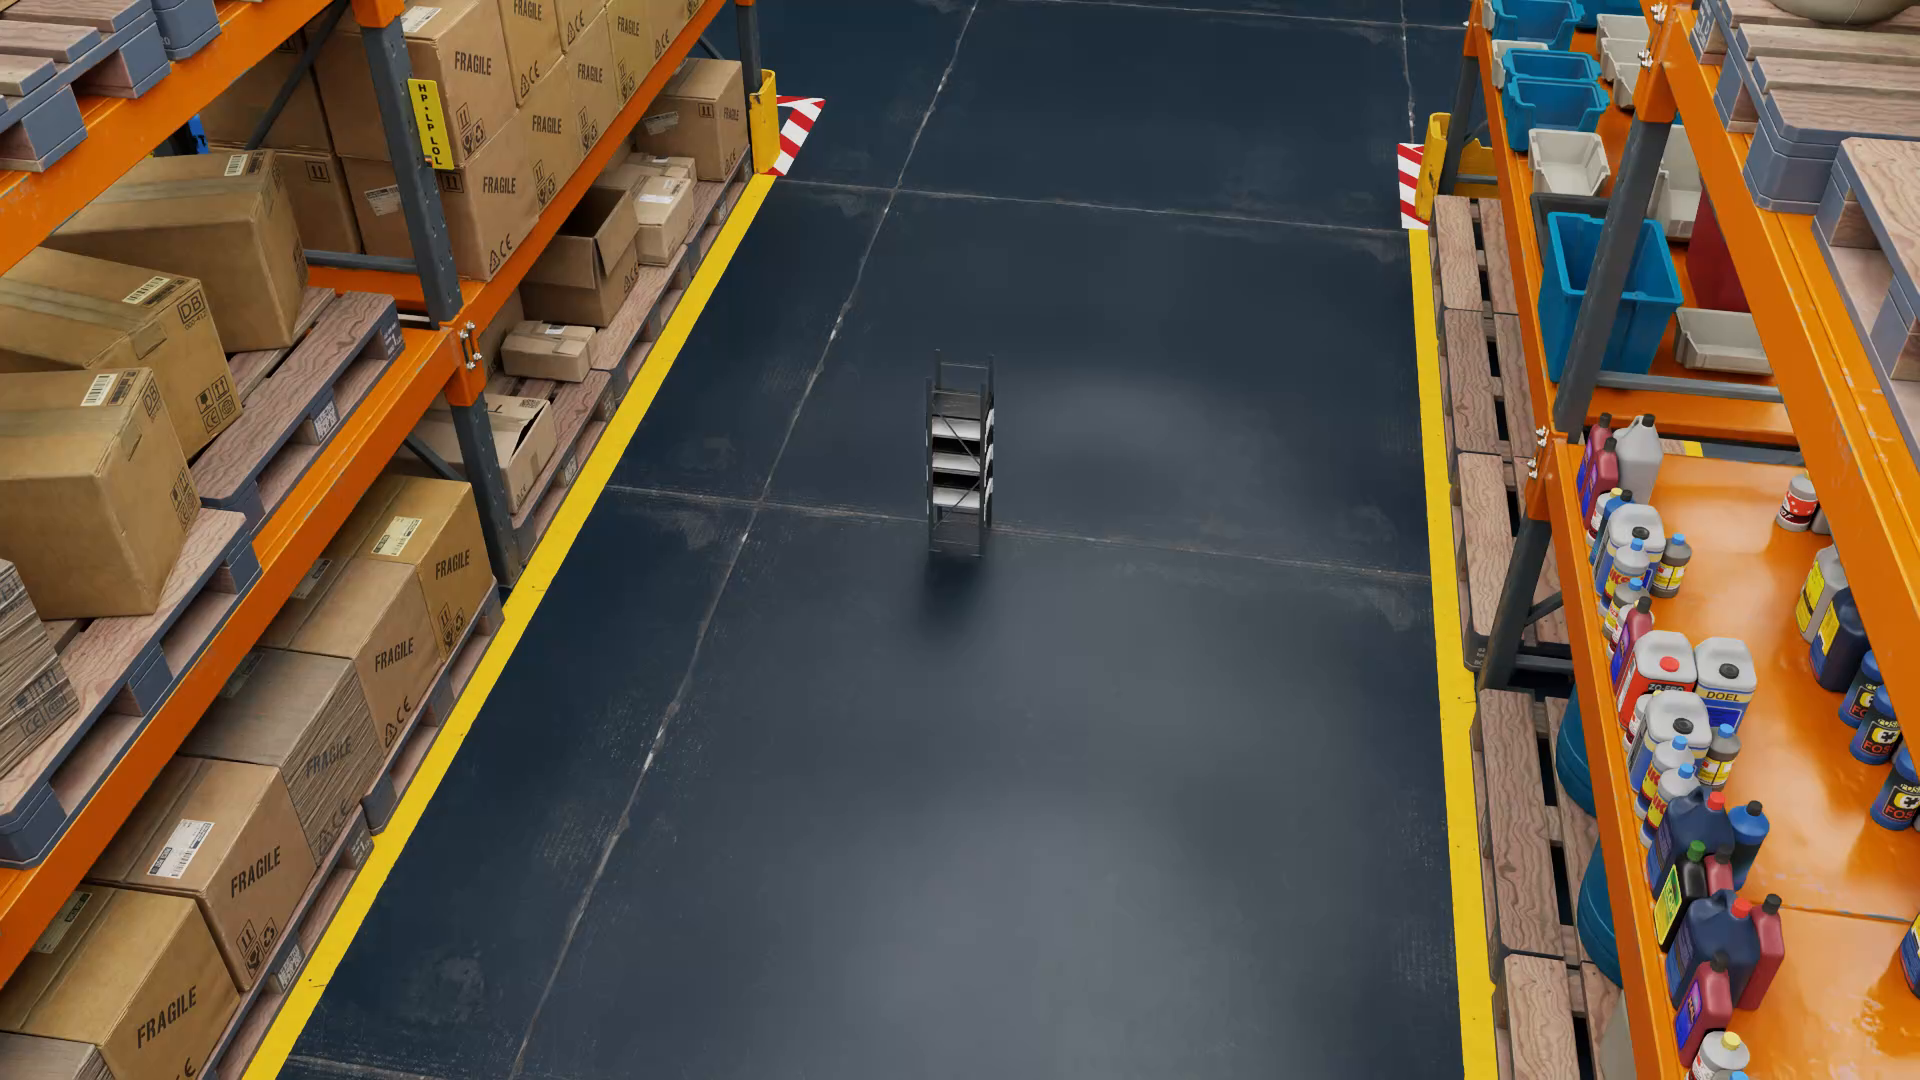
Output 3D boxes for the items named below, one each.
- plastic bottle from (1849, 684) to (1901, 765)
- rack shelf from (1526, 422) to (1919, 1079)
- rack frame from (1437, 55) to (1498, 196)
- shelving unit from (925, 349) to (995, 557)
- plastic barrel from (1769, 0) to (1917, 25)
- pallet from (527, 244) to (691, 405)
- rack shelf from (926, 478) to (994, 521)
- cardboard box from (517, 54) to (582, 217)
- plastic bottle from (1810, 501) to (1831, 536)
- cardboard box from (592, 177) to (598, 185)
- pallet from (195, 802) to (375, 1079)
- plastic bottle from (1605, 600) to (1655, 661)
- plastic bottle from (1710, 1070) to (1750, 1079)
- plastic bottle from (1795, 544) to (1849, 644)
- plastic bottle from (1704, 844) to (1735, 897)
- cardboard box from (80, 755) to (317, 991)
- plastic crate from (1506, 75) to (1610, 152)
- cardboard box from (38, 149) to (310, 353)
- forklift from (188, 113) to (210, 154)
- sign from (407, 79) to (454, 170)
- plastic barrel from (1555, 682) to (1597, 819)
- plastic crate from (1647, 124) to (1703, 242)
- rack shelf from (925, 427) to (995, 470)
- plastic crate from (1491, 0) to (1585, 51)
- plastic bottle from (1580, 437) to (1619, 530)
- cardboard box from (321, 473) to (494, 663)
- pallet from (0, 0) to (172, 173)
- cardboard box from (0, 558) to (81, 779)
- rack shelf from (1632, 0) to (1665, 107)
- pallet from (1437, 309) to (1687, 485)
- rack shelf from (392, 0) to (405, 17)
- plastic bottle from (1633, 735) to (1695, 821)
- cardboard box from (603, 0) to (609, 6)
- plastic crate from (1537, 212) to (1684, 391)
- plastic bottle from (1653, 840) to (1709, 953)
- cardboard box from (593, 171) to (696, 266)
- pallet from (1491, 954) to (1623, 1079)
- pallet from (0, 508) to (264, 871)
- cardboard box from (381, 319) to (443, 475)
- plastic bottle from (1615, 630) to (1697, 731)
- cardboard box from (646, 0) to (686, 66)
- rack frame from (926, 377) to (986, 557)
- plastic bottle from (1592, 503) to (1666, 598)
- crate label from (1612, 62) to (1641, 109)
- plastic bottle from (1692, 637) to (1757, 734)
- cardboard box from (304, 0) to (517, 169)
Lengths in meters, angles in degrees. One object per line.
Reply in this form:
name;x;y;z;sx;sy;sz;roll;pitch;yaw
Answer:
plastic bottle;2.465;0.472;4.426;0.097;0.271;0.097;0;40;0
rack shelf;2.169;1.044;4.198;1.077;0.370;4.000;6;40;8
rack frame;3.207;-2.999;8.524;1.000;3.000;0.127;6;40;8
shelving unit;0.001;-0.352;6.969;0.258;0.900;0.210;6;40;8
plastic barrel;2.177;-1.556;3.988;0.433;0.535;0.433;0;40;0
pallet;-2.035;-1.161;8.489;1.003;0.211;1.213;6;40;8
rack shelf;0.001;-0.187;7.105;0.258;0.077;0.200;6;40;8
cardboard box;-1.921;-1.687;6.858;0.500;0.500;0.500;7;40;8
plastic bottle;2.765;-0.158;5.184;0.152;0.276;0.135;6;40;8
cardboard box;-2.218;-1.720;8.789;0.500;0.250;0.500;6;40;8
pallet;-2.676;1.320;5.488;1.003;0.211;1.213;6;40;8
plastic bottle;1.915;0.258;4.740;0.097;0.201;0.097;0;40;0
plastic bottle;1.651;1.215;3.582;0.097;0.201;0.097;0;40;0
plastic bottle;2.536;0.127;4.781;0.144;0.351;0.185;6;40;8
plastic bottle;1.785;0.855;3.953;0.061;0.283;0.133;6;40;8
cardboard box;-2.433;1.041;5.253;0.500;0.500;0.500;5;40;6
plastic crate;2.560;-1.825;7.187;0.416;0.233;0.300;6;40;8
cardboard box;-2.666;-0.965;5.655;0.700;0.500;0.500;-6;40;-7
forklift;-5.062;-2.463;7.928;3.031;2.935;1.130;-11;41;-13
sign;-1.816;-1.425;5.710;0.100;0.325;0.005;6;40;8
plastic barrel;2.404;0.498;5.611;0.600;0.901;0.708;6;40;8
plastic crate;2.960;-1.404;6.640;0.437;0.282;0.530;6;40;8
rack shelf;0.001;-0.396;6.933;0.258;0.077;0.200;6;40;8
plastic crate;2.726;-2.426;7.915;0.416;0.233;0.300;6;40;8
plastic bottle;2.008;-0.177;5.202;0.061;0.283;0.133;6;40;8
cardboard box;-2.166;0.098;6.394;0.500;0.500;0.500;6;40;7
pallet;-2.722;-1.068;3.981;1.213;0.211;1.003;6;40;8
cardboard box;-2.711;0.312;4.111;0.700;0.500;0.500;14;42;16
rack shelf;2.861;-2.623;6.279;1.077;0.370;4.000;6;40;8
pallet;2.813;-0.648;7.868;1.003;0.211;1.213;6;40;8
rack shelf;-2.017;-3.171;6.942;1.077;0.370;4.000;6;40;8
plastic bottle;1.812;0.606;4.264;0.097;0.271;0.097;0;40;0
cardboard box;-1.738;-2.697;7.294;0.500;0.500;0.500;8;40;9
plastic crate;2.260;-0.836;5.873;0.392;0.384;0.575;6;40;8
plastic bottle;1.725;0.848;3.961;0.061;0.283;0.133;6;40;8
cardboard box;-1.717;-1.696;8.760;0.500;0.250;0.500;6;40;8
pallet;2.131;1.833;4.867;1.003;0.211;1.213;6;40;8
pallet;-2.724;0.326;4.652;1.003;0.211;1.213;6;40;8
cardboard box;-2.544;-0.632;7.277;0.500;0.500;0.500;6;40;8
plastic bottle;1.899;0.389;4.523;0.152;0.276;0.135;6;40;8
cardboard box;-1.659;-2.637;8.007;0.500;0.500;0.500;7;40;8
rack frame;-0.016;-0.288;6.892;0.240;0.900;0.006;6;40;8
plastic bottle;1.996;0.037;4.948;0.152;0.276;0.135;6;40;8
crate label;3.156;-2.031;7.513;0.396;0.136;0.243;6;40;8
plastic bottle;2.049;0.405;4.503;0.152;0.276;0.135;6;40;8
cardboard box;-2.005;-1.726;6.120;0.500;0.500;0.500;7;40;9
